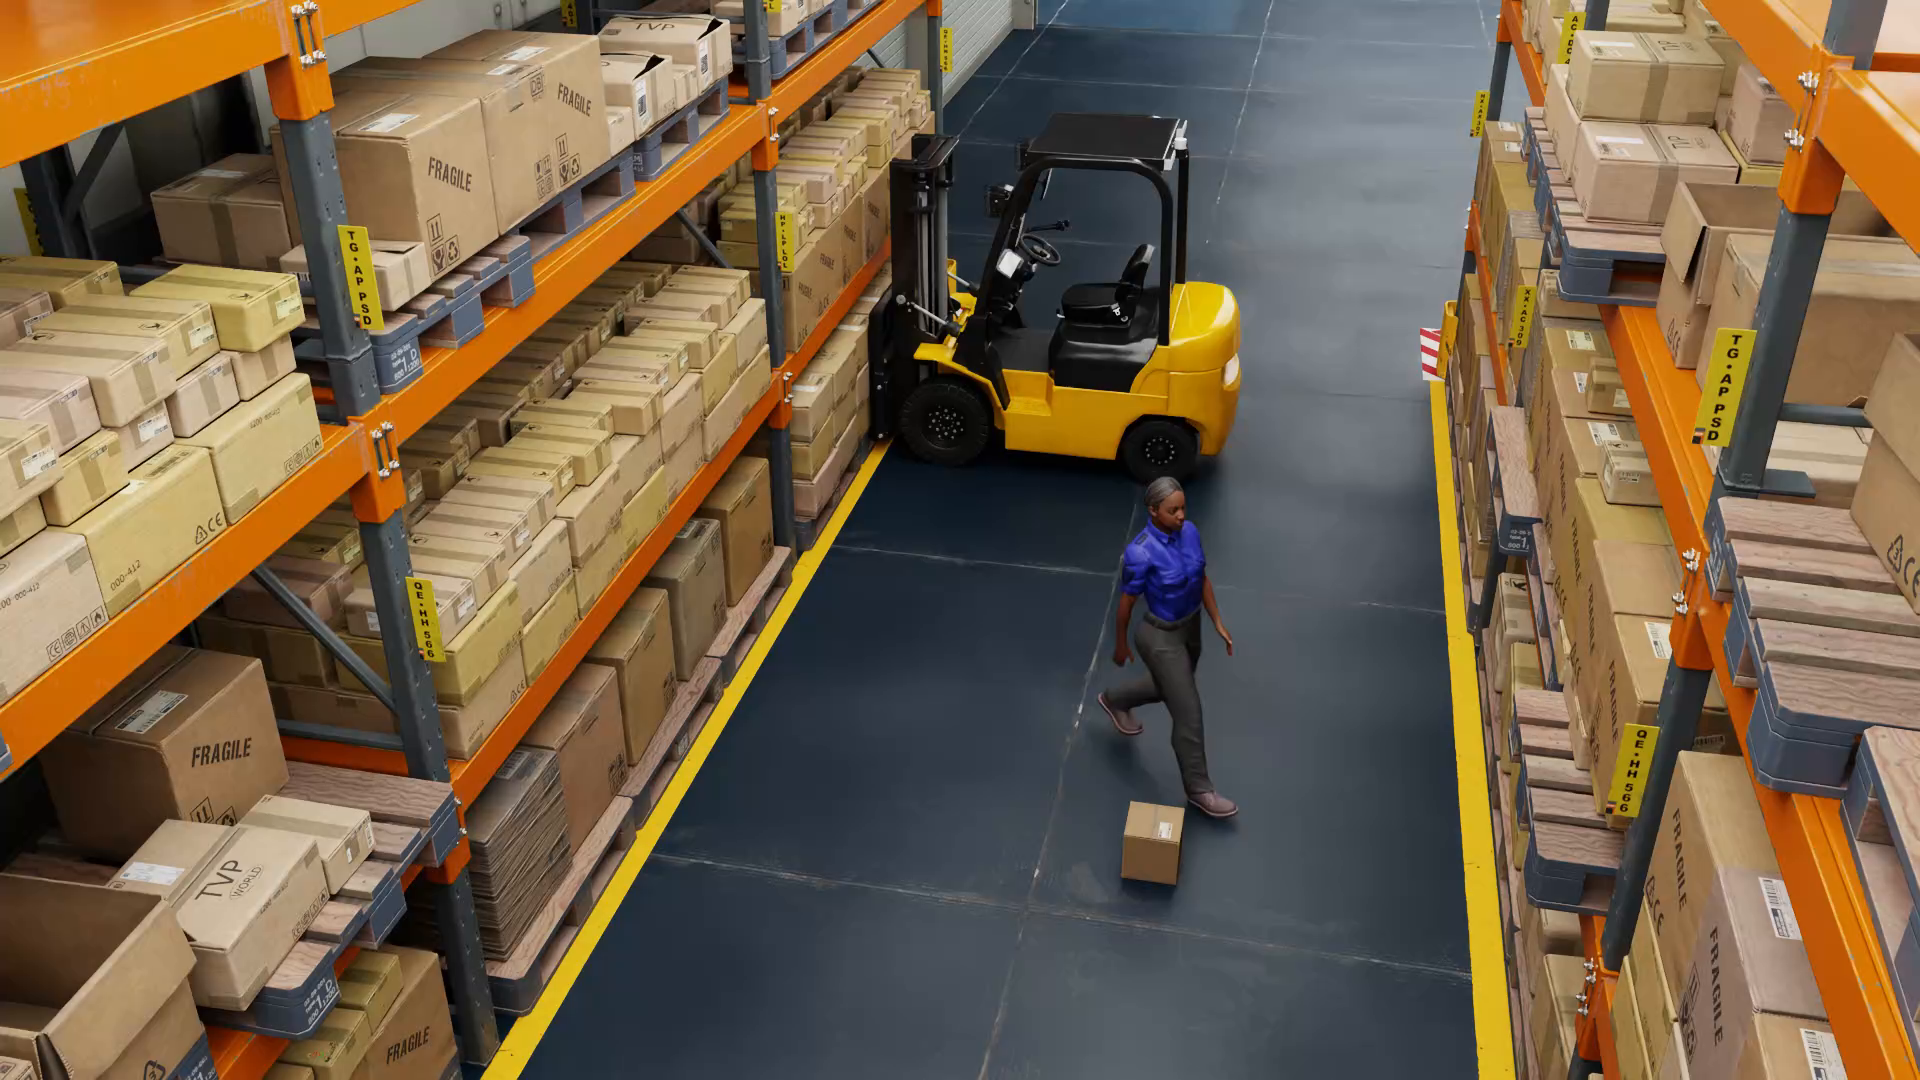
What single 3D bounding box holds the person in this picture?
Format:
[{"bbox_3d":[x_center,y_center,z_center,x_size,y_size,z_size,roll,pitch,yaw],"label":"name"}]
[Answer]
[{"bbox_3d":[1.012,0.443,7.838,0.977,1.601,0.449,23,36,35],"label":"person"}]
